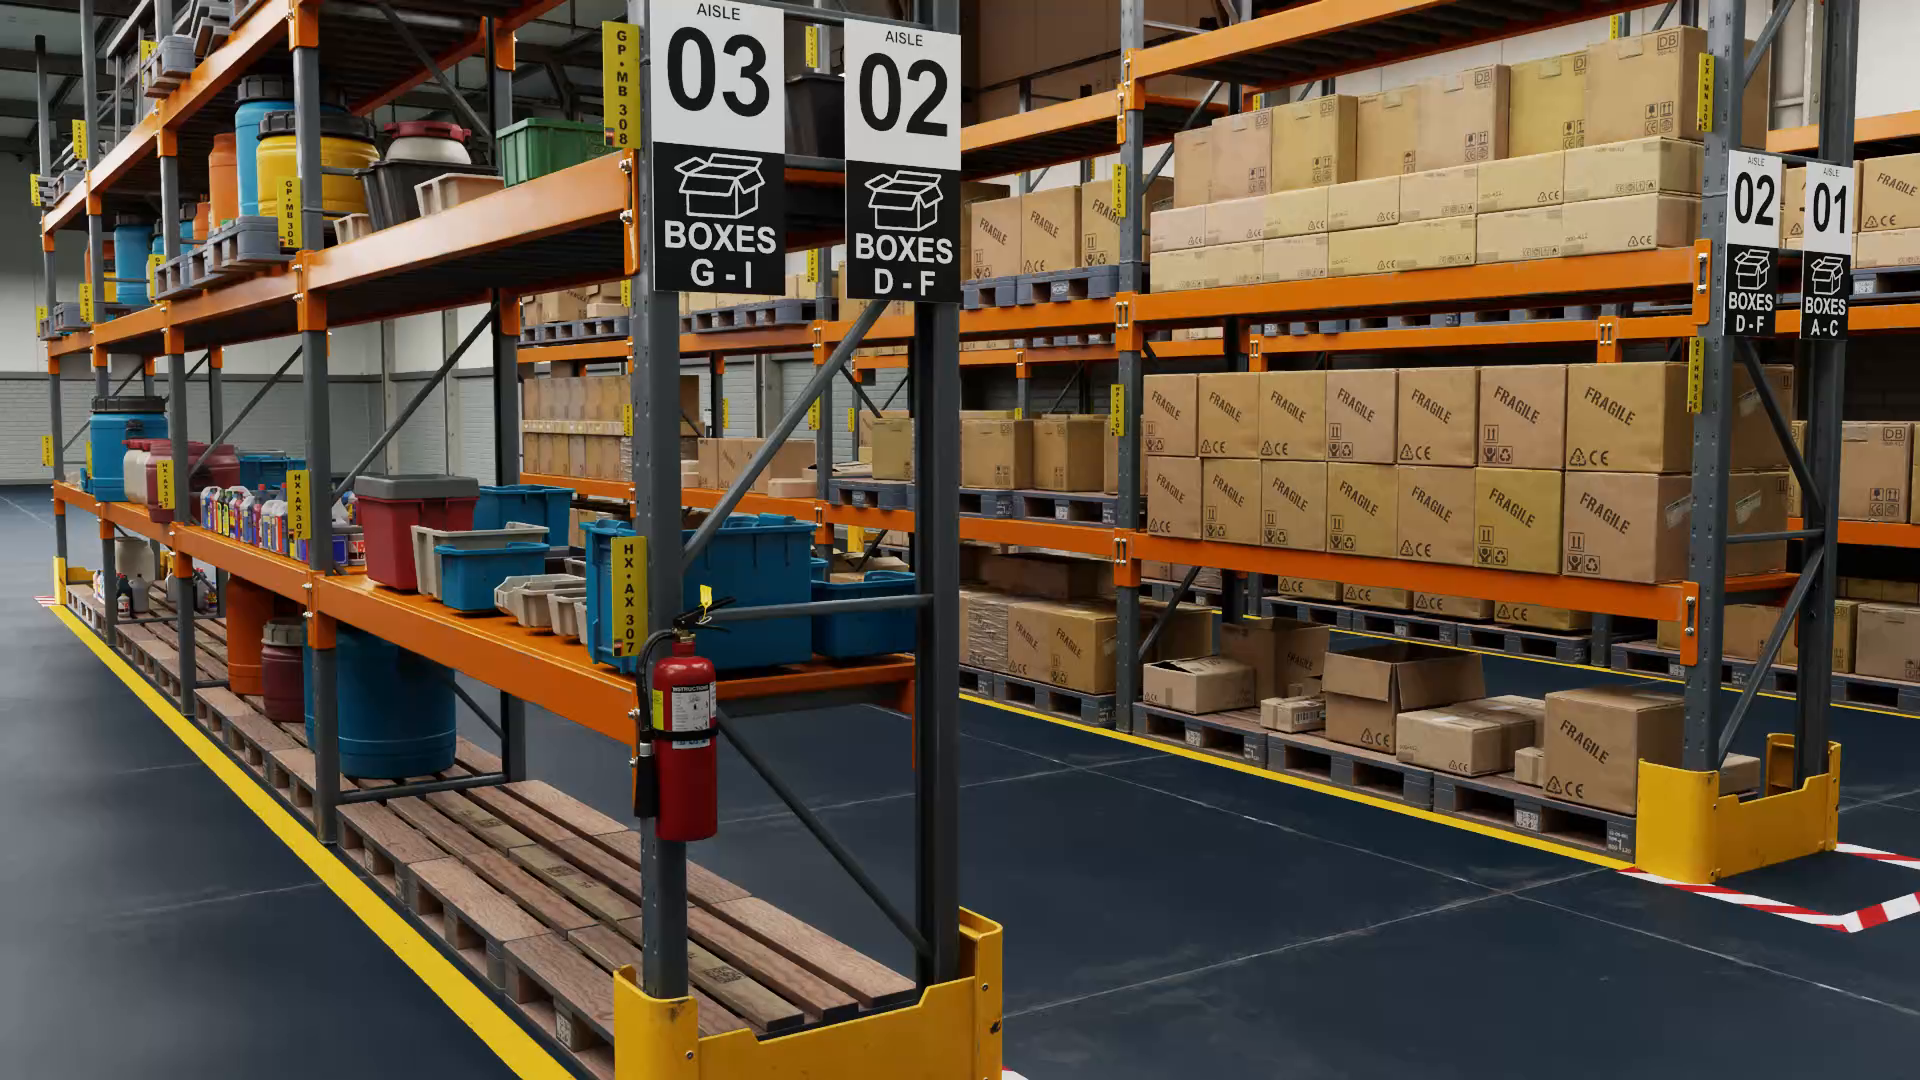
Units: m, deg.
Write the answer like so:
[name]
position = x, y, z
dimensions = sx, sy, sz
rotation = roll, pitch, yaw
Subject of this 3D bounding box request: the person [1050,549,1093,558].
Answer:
[person]
position = 0.947, -0.005, 15.323
dimensions = 0.635, 1.767, 0.605
rotation = 0, 5, -2
